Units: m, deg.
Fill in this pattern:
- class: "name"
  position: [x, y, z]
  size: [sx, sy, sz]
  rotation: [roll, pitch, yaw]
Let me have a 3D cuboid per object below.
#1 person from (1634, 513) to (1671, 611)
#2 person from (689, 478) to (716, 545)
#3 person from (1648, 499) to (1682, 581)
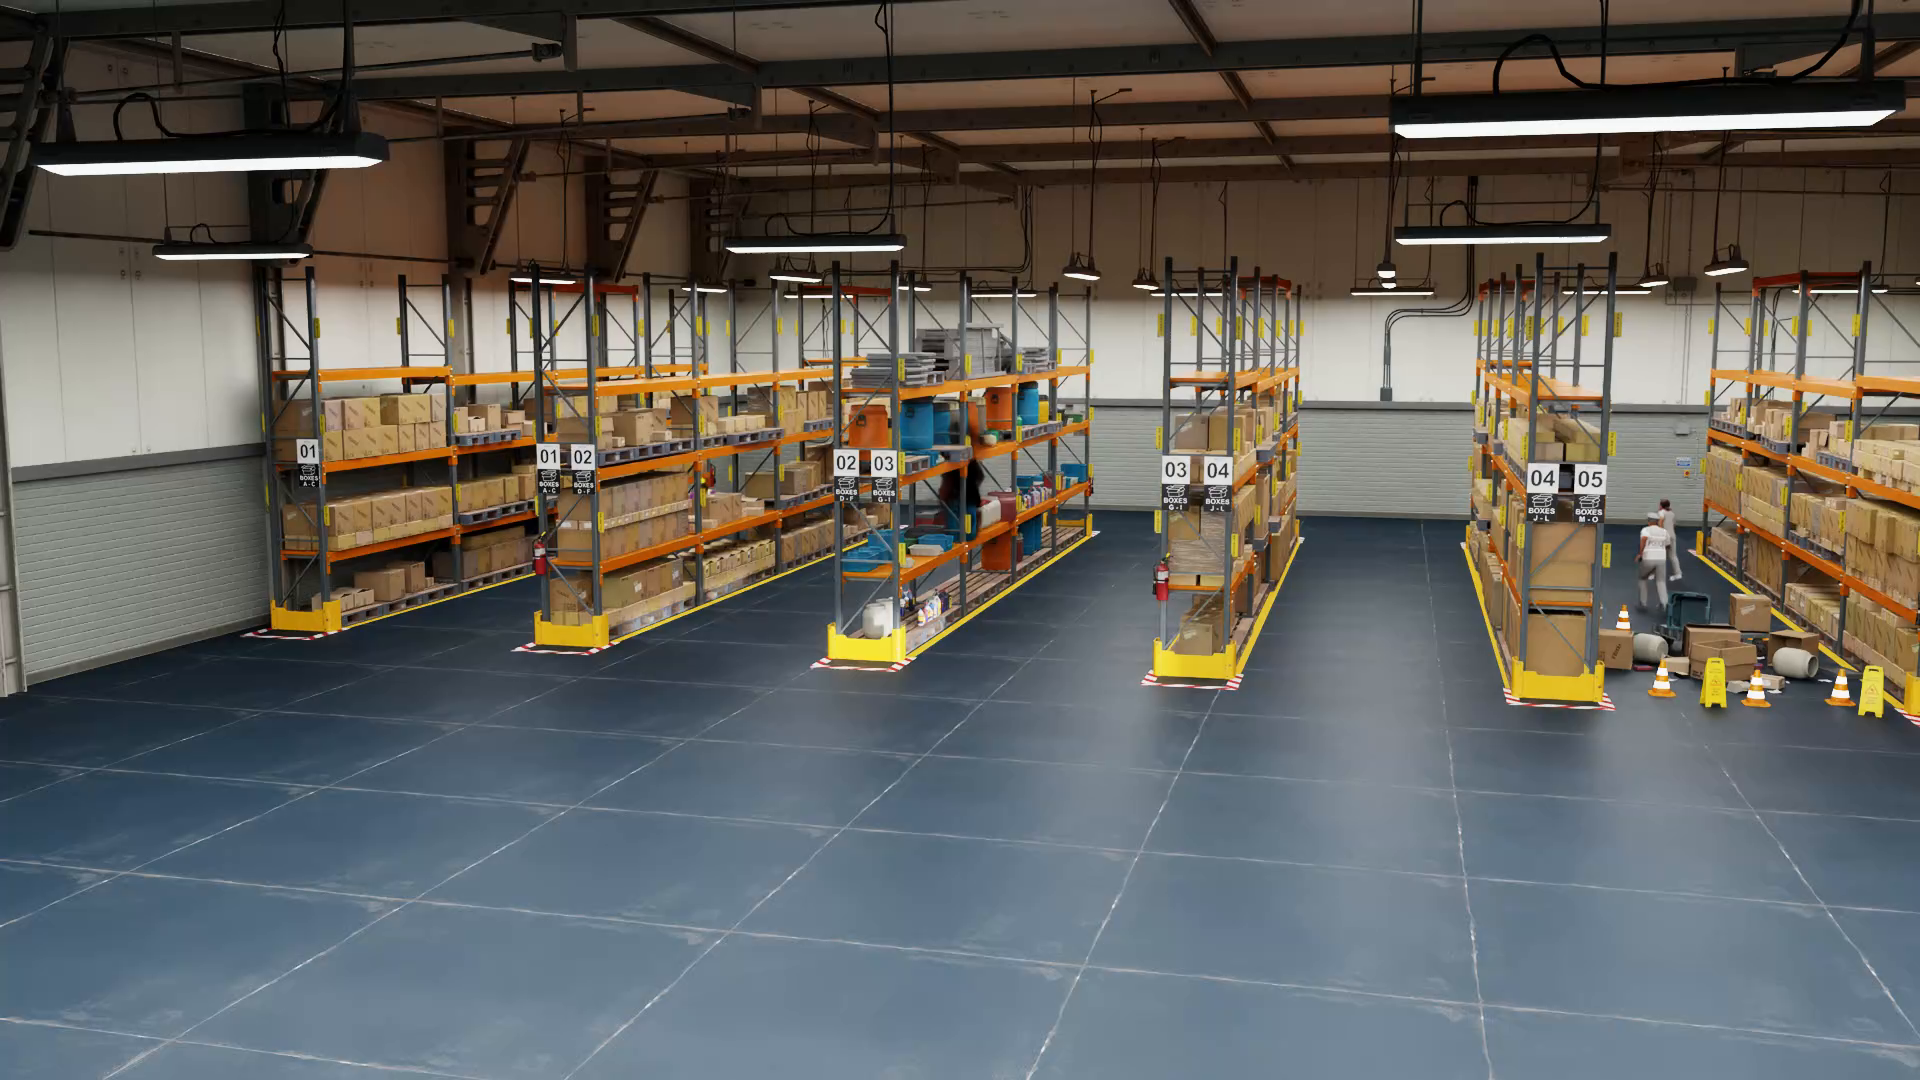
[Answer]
- class: "person"
  position: [12.315, 0.410, 29.526]
  size: [0.666, 1.748, 1.002]
  rotation: [1, 7, 5]
- class: "person"
  position: [-5.596, -0.461, 36.241]
  size: [0.658, 1.811, 0.833]
  rotation: [2, 8, 18]
- class: "person"
  position: [14.003, 0.017, 32.944]
  size: [0.561, 1.639, 0.955]
  rotation: [-1, 7, -7]
